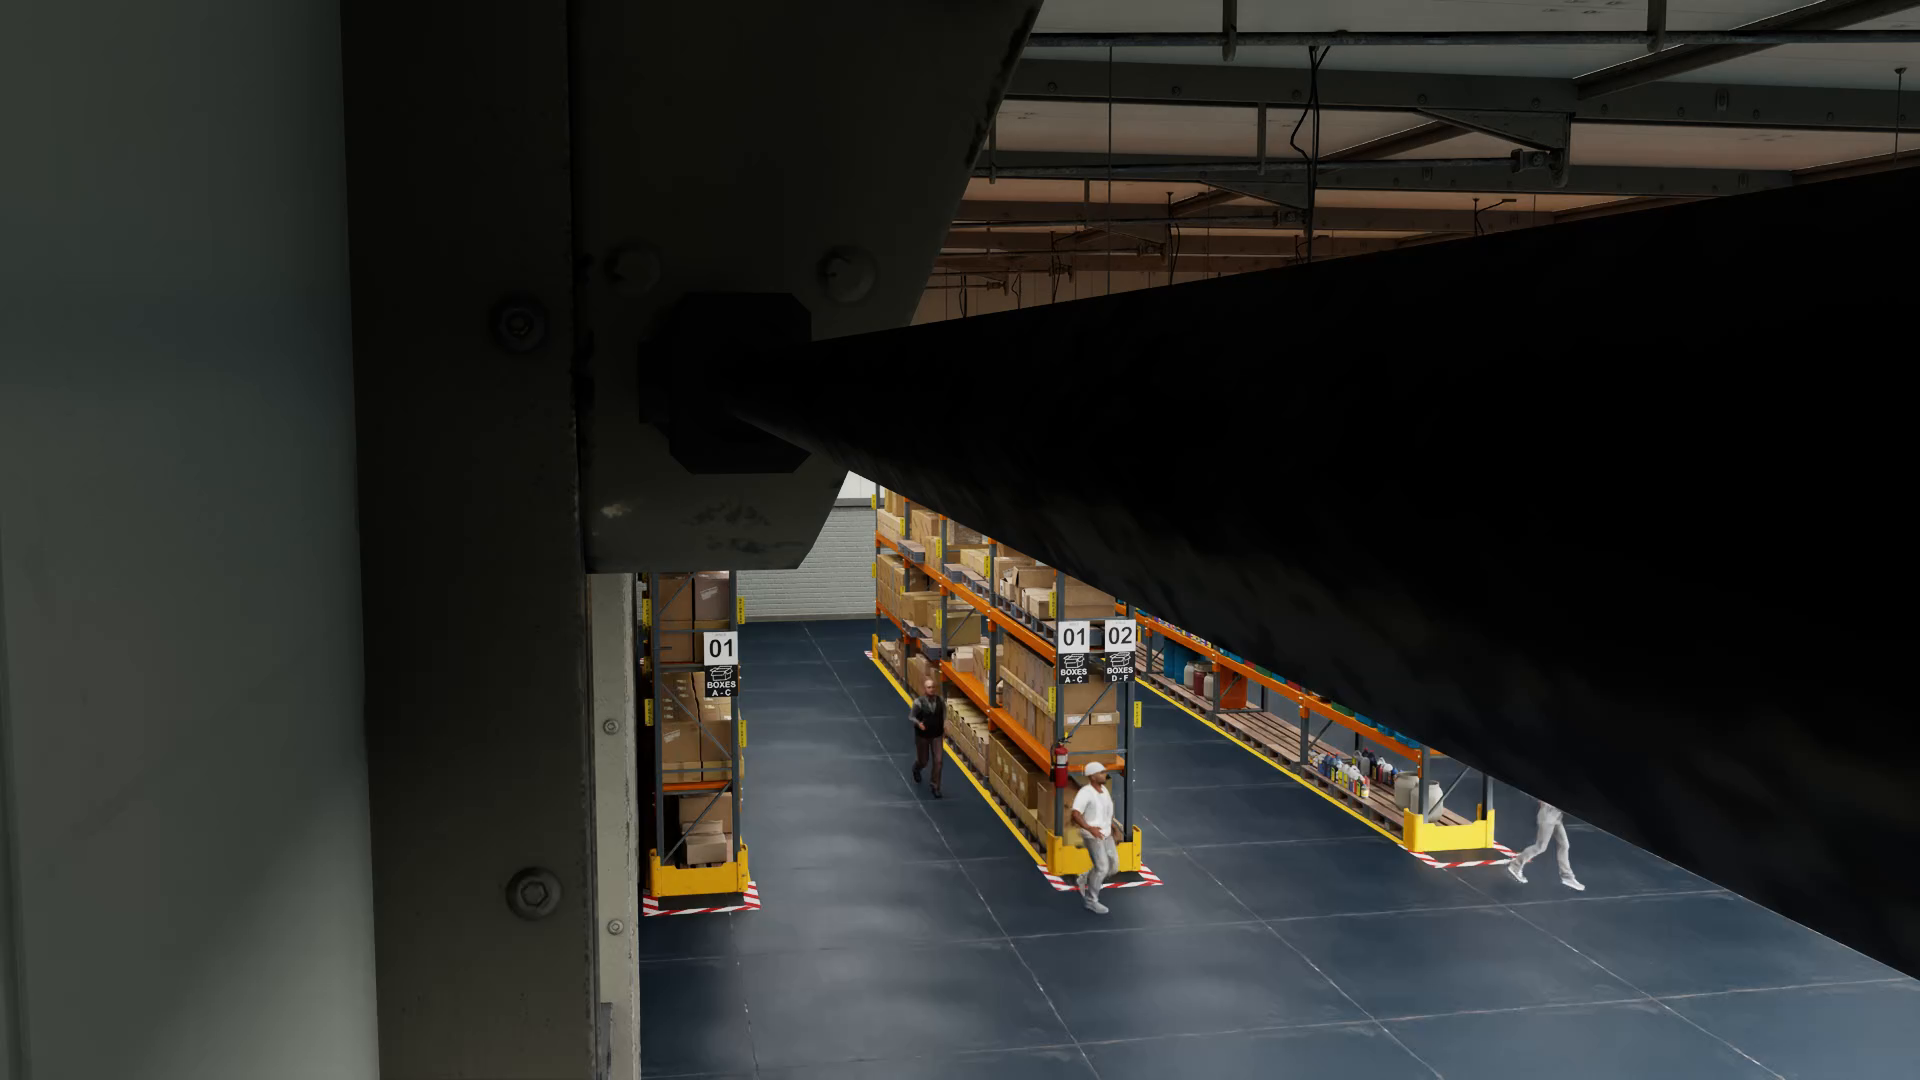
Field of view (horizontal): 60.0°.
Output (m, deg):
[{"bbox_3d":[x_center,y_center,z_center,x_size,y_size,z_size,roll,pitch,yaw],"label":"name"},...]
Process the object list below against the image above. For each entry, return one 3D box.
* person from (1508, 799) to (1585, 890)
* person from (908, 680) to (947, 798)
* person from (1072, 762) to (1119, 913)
[{"bbox_3d":[7.161,3.427,20.239,0.886,1.593,0.534,3,6,25],"label":"person"},{"bbox_3d":[-0.473,2.928,24.865,0.646,1.709,0.927,-2,6,-18],"label":"person"},{"bbox_3d":[1.608,3.476,19.559,0.525,1.734,0.734,4,7,35],"label":"person"}]
